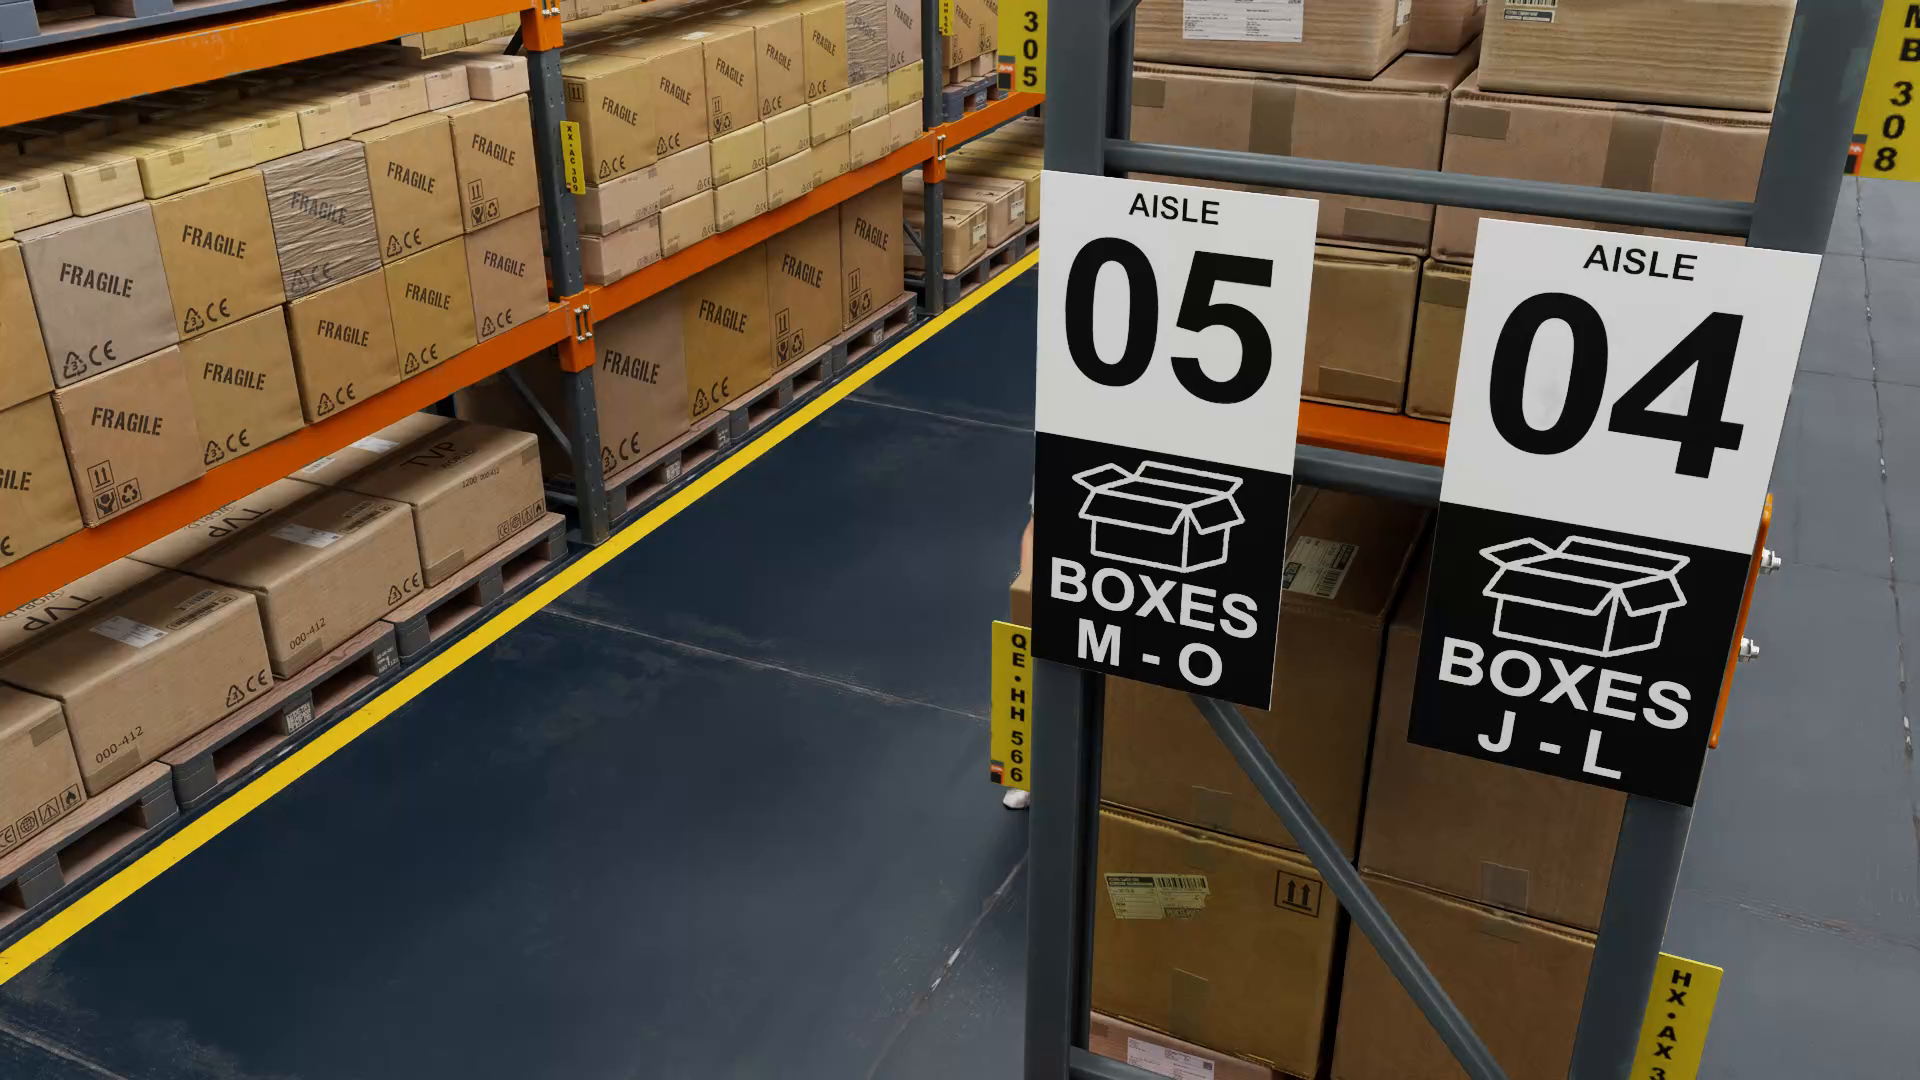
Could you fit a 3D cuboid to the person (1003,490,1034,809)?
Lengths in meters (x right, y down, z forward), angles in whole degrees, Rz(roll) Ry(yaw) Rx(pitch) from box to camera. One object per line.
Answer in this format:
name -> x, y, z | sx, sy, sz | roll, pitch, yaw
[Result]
person -> 0.435, 0.247, 6.111 | 0.452, 1.676, 0.534 | 11, 28, 22
